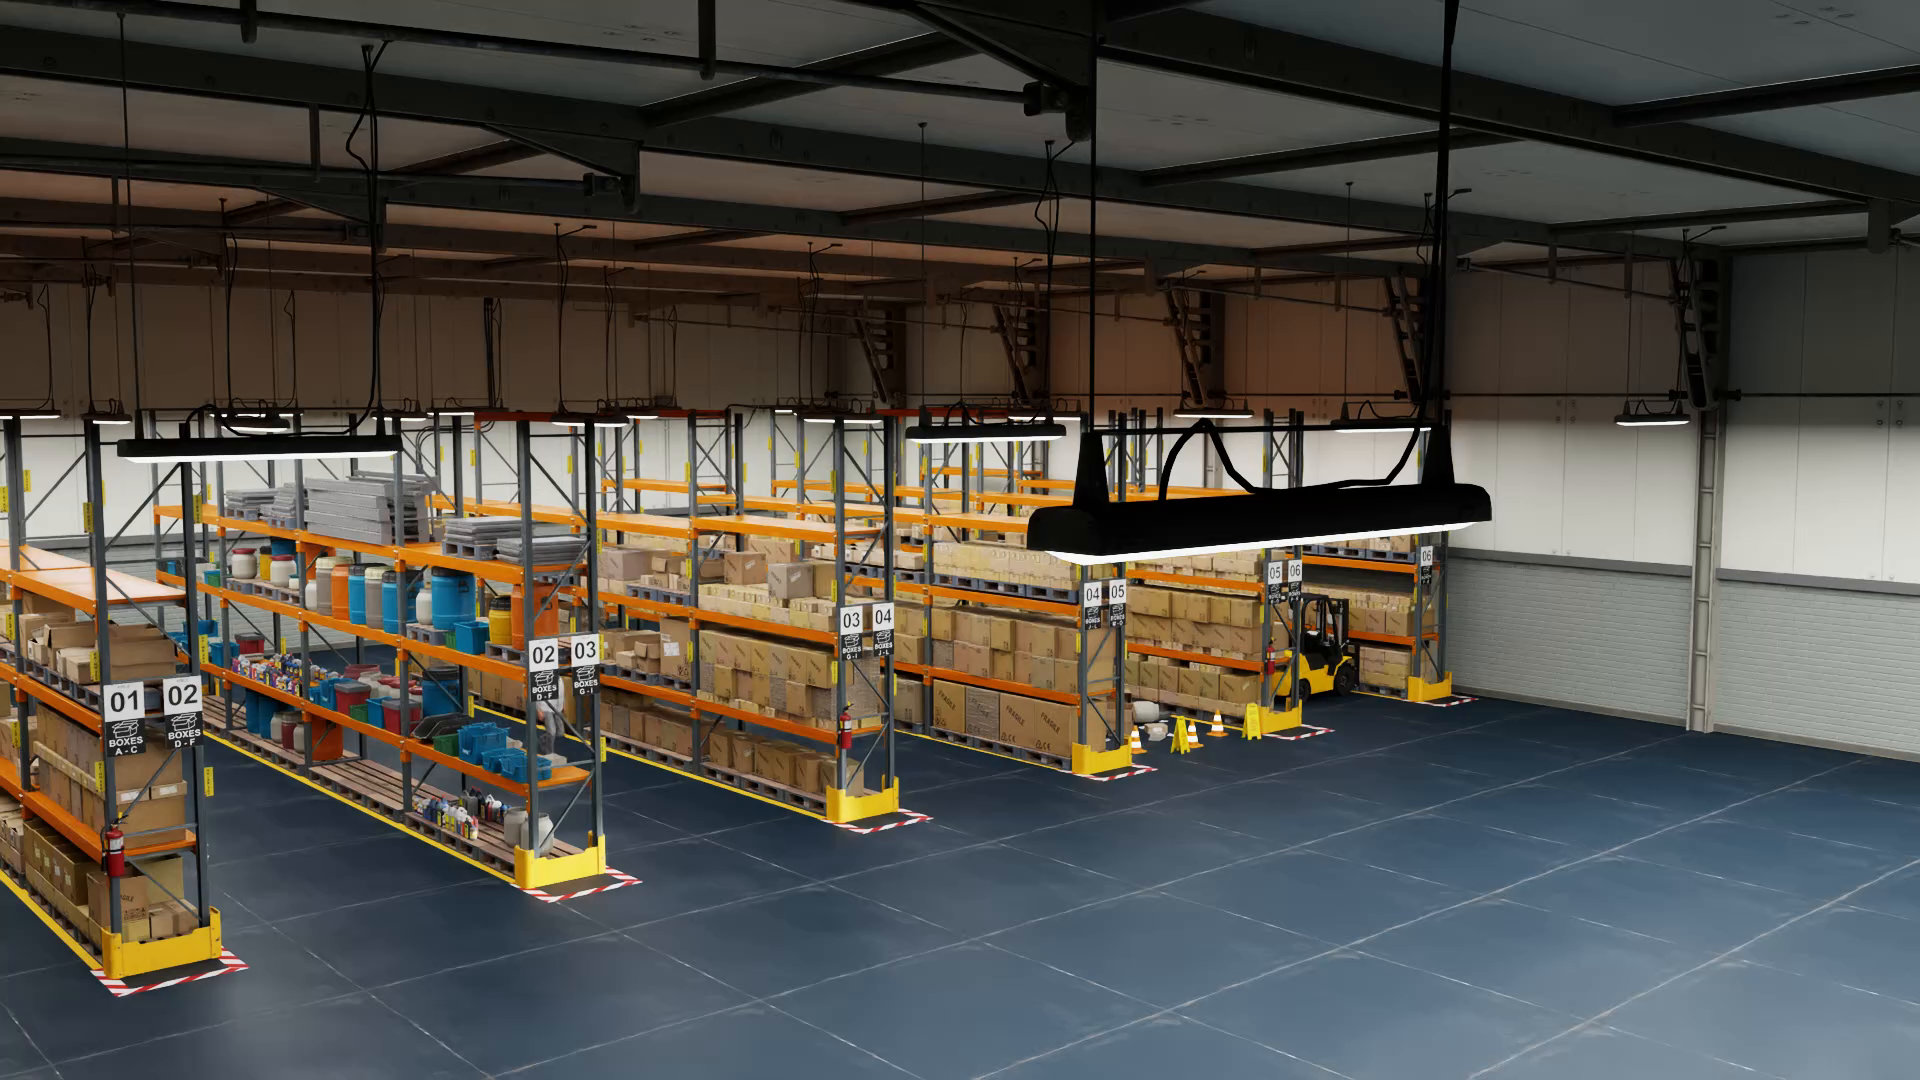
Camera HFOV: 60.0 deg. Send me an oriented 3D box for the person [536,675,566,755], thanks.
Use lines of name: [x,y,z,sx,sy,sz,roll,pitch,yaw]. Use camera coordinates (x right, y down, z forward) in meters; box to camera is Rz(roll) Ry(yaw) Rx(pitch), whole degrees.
person: [-7.131,2.938,28.784,0.638,1.755,0.624,3,6,35]
